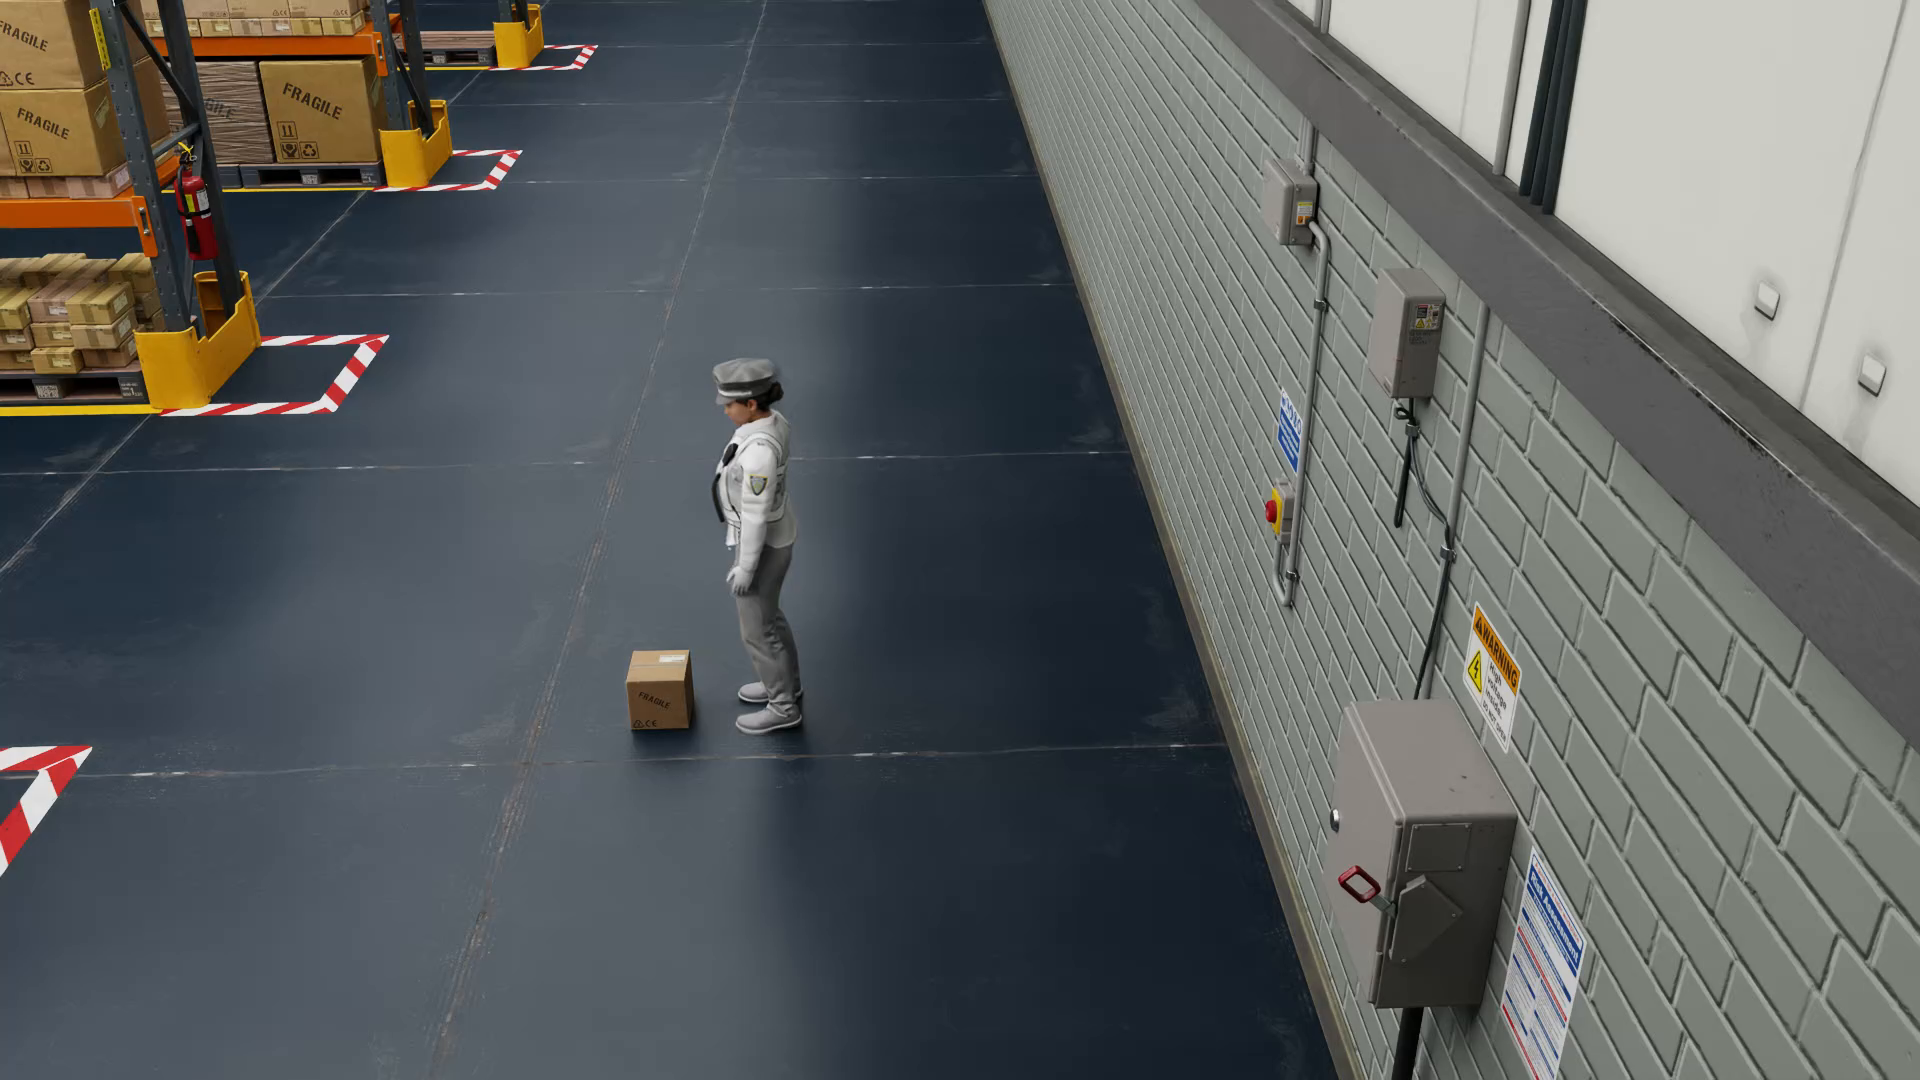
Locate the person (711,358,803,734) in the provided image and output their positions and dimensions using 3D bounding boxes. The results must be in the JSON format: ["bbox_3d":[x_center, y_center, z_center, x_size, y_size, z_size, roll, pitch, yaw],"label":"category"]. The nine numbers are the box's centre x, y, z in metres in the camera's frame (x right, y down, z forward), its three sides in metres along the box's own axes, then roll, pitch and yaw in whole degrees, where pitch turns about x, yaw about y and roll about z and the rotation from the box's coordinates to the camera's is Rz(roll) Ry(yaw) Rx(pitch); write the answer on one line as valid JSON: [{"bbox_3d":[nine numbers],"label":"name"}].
[{"bbox_3d":[-0.841,0.037,6.954,0.327,1.663,0.471,-1,28,-2],"label":"person"}]
